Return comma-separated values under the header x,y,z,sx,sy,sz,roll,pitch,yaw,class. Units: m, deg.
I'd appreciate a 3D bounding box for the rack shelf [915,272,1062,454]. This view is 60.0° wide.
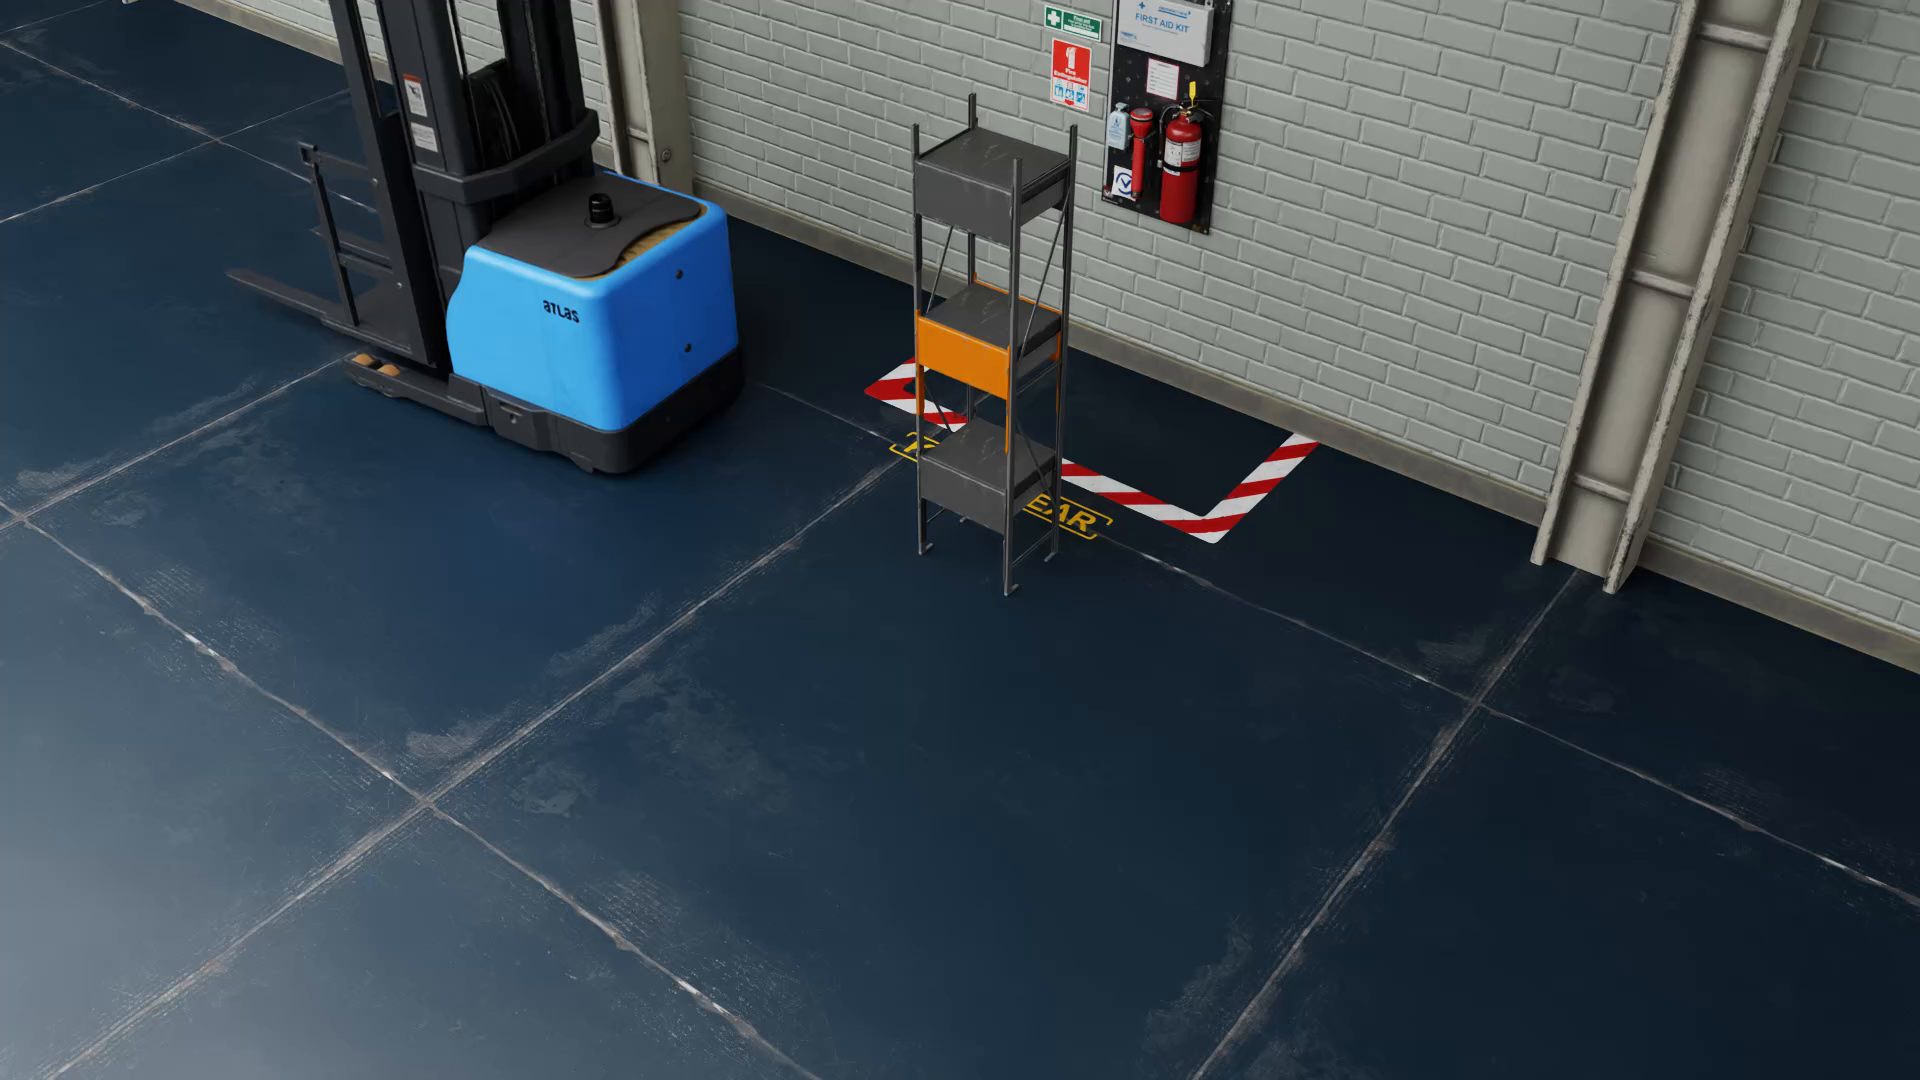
x,y,z,sx,sy,sz,roll,pitch,yaw,class
0.132,-0.754,7.032,0.480,0.518,0.431,25,45,29,rack shelf

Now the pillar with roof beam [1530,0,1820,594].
x,y,z,sx,sy,sz,roll,pitch,yaw,class
0.248,-1.339,2.160,0.400,9.000,9.100,25,45,29,pillar with roof beam

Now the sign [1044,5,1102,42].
x,y,z,sx,sy,sz,roll,pitch,yaw,class
0.545,-2.503,8.055,0.331,0.109,0.001,25,45,29,sign

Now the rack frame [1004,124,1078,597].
x,y,z,sx,sy,sz,roll,pitch,yaw,class
0.325,-0.673,6.907,0.015,2.100,0.400,25,45,29,rack frame

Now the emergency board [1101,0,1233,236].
x,y,z,sx,sy,sz,roll,pitch,yaw,class
0.923,-2.029,7.908,0.643,1.169,0.194,25,45,29,emergency board

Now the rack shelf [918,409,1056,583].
x,y,z,sx,sy,sz,roll,pitch,yaw,class
0.132,-0.203,7.463,0.480,0.518,0.431,25,45,29,rack shelf

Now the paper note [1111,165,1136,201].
x,y,z,sx,sy,sz,roll,pitch,yaw,class
0.825,-1.782,8.308,0.142,0.148,0.016,25,45,29,paper note

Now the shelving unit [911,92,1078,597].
x,y,z,sx,sy,sz,roll,pitch,yaw,class
0.132,-0.765,7.024,0.503,2.100,0.431,25,45,29,shelving unit

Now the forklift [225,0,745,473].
x,y,z,sx,sy,sz,roll,pitch,yaw,class
-2.646,-2.158,8.129,3.031,2.935,1.130,21,43,24,forklift

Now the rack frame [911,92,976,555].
x,y,z,sx,sy,sz,roll,pitch,yaw,class
-0.062,-0.856,7.140,0.015,2.100,0.400,25,45,29,rack frame

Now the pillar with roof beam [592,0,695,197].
x,y,z,sx,sy,sz,roll,pitch,yaw,class
-4.518,-3.586,5.031,0.400,9.000,9.100,25,45,29,pillar with roof beam

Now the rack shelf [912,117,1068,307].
x,y,z,sx,sy,sz,roll,pitch,yaw,class
0.132,-1.305,6.600,0.480,0.518,0.431,25,45,29,rack shelf

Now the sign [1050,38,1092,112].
x,y,z,sx,sy,sz,roll,pitch,yaw,class
0.547,-2.301,8.226,0.234,0.329,0.001,25,45,29,sign
